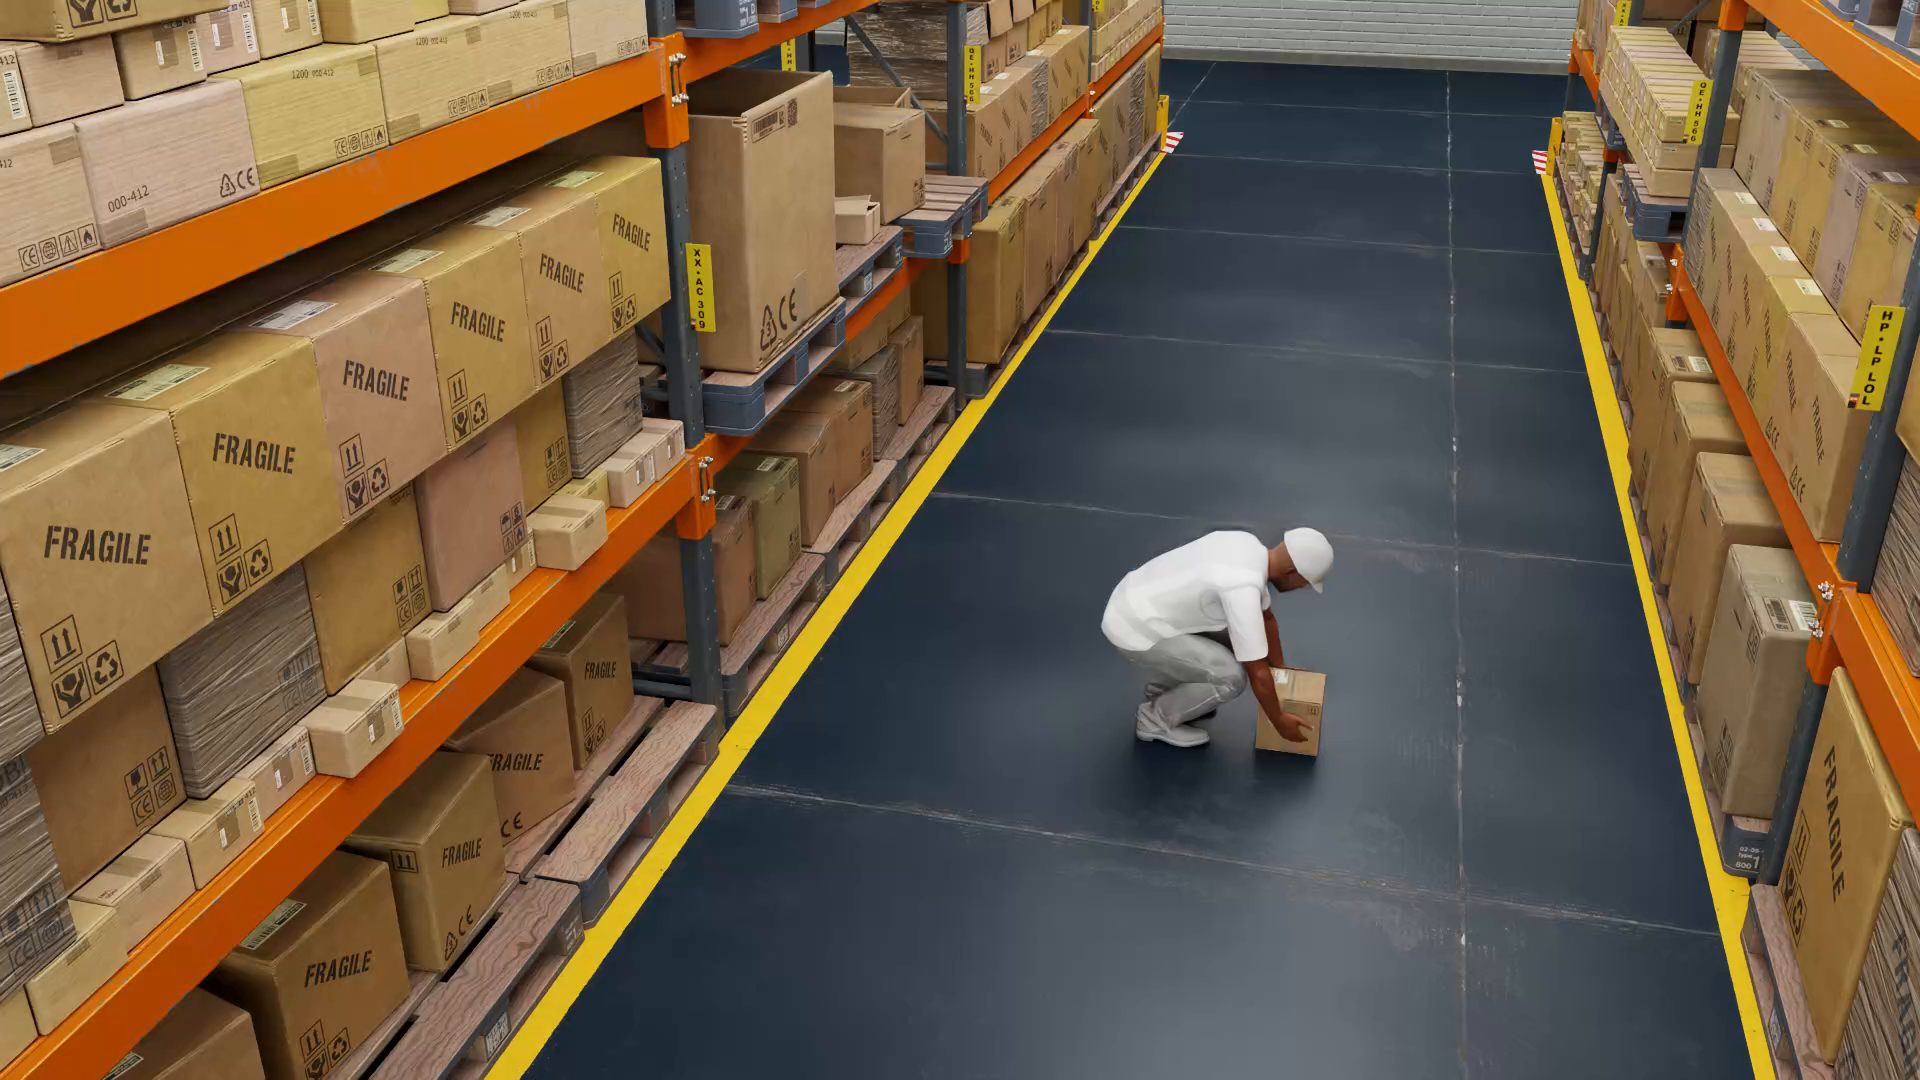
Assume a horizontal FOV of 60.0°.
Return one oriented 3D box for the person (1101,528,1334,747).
[{"bbox_3d":[1.044,0.351,6.828,0.897,0.926,0.569,6,26,13],"label":"person"}]
